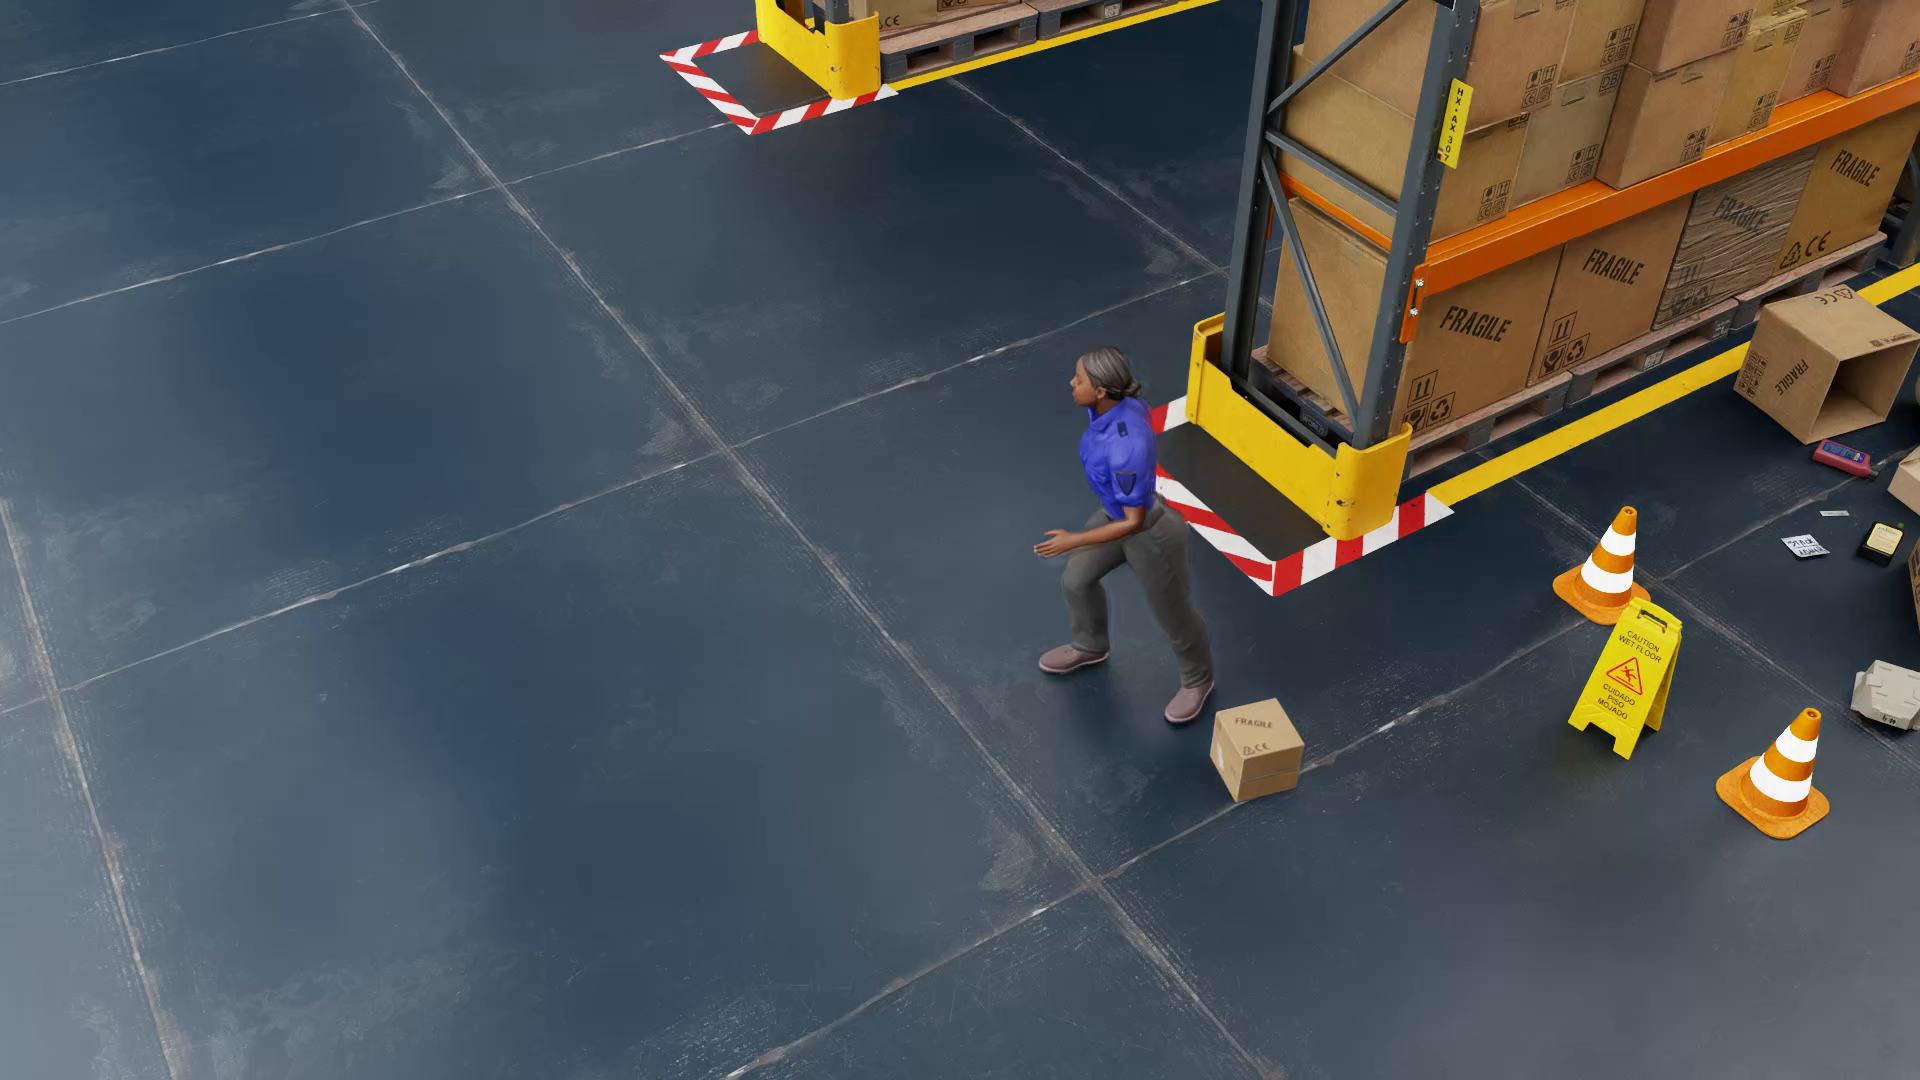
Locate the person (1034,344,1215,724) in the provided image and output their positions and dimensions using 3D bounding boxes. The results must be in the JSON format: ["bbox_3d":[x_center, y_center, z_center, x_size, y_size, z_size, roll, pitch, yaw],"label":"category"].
[{"bbox_3d":[0.610,-0.025,6.234,0.761,1.612,0.649,-13,43,-14],"label":"person"}]
